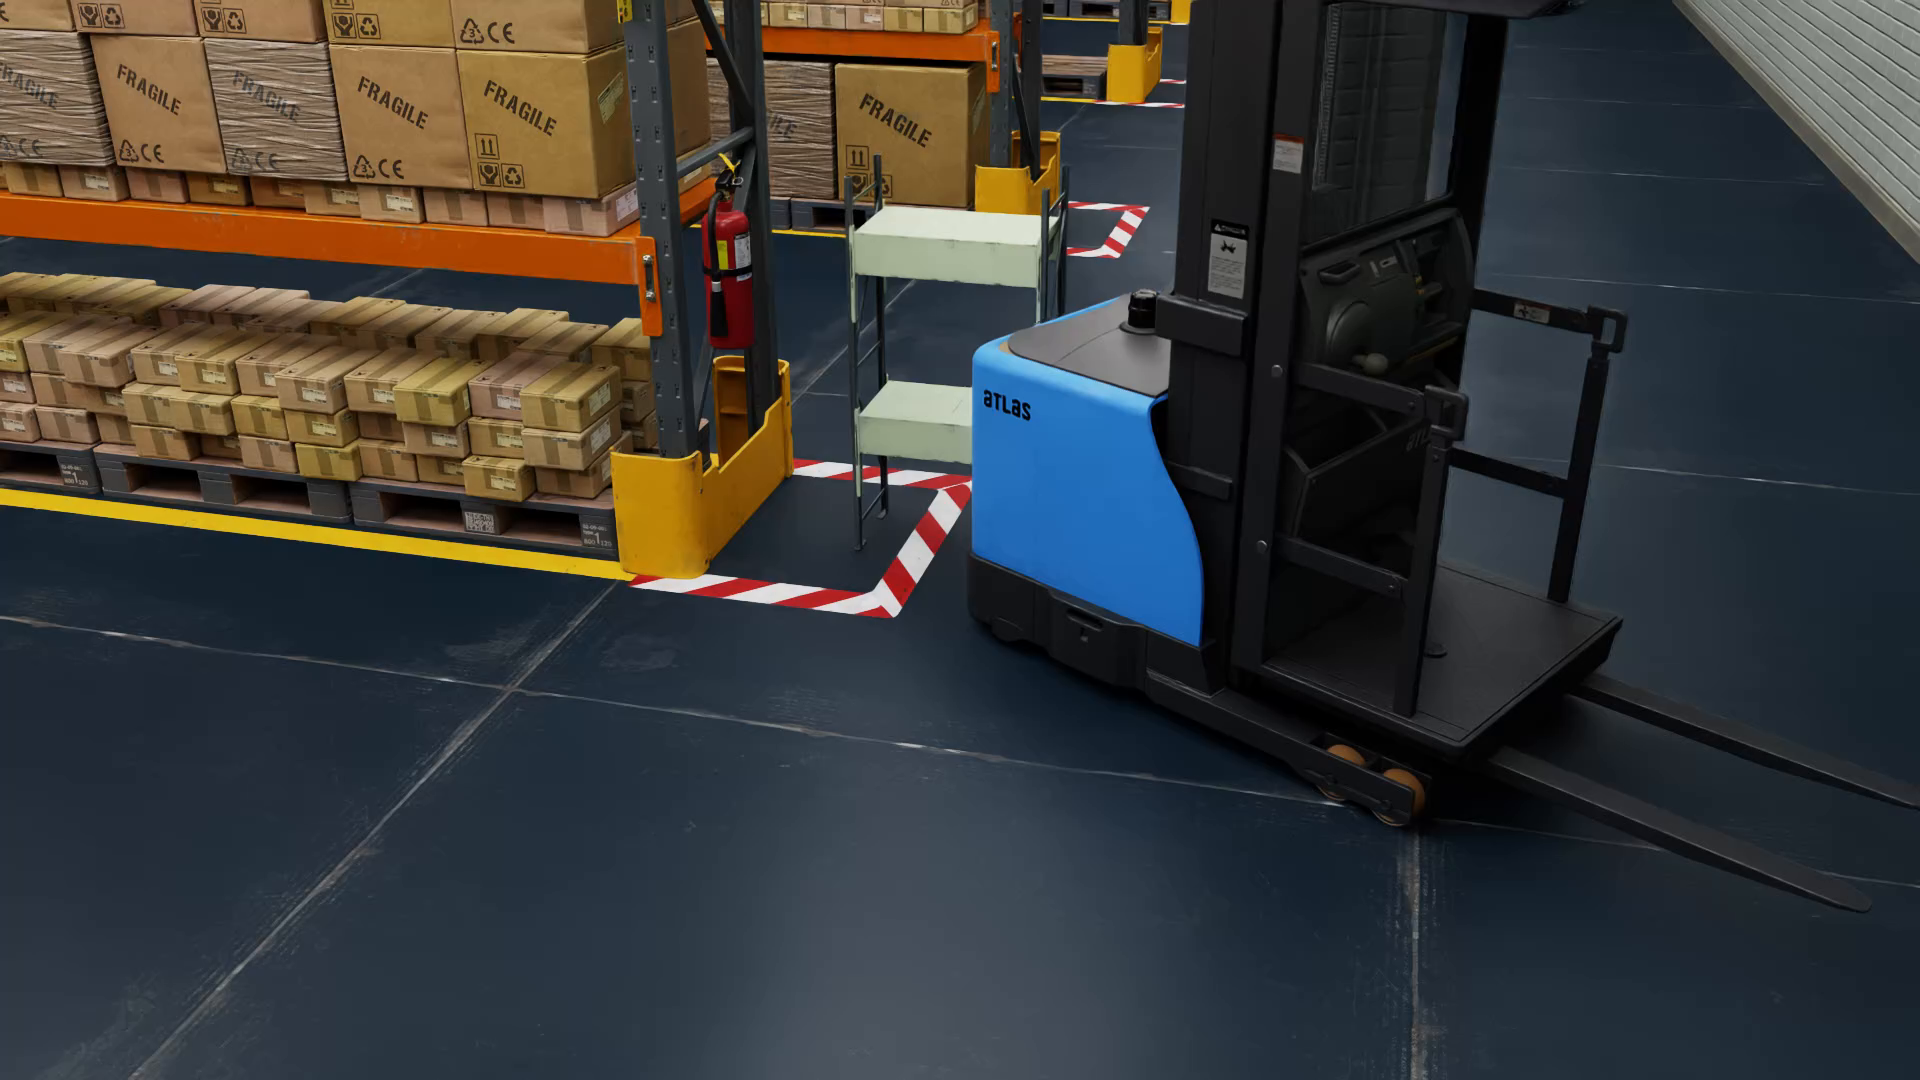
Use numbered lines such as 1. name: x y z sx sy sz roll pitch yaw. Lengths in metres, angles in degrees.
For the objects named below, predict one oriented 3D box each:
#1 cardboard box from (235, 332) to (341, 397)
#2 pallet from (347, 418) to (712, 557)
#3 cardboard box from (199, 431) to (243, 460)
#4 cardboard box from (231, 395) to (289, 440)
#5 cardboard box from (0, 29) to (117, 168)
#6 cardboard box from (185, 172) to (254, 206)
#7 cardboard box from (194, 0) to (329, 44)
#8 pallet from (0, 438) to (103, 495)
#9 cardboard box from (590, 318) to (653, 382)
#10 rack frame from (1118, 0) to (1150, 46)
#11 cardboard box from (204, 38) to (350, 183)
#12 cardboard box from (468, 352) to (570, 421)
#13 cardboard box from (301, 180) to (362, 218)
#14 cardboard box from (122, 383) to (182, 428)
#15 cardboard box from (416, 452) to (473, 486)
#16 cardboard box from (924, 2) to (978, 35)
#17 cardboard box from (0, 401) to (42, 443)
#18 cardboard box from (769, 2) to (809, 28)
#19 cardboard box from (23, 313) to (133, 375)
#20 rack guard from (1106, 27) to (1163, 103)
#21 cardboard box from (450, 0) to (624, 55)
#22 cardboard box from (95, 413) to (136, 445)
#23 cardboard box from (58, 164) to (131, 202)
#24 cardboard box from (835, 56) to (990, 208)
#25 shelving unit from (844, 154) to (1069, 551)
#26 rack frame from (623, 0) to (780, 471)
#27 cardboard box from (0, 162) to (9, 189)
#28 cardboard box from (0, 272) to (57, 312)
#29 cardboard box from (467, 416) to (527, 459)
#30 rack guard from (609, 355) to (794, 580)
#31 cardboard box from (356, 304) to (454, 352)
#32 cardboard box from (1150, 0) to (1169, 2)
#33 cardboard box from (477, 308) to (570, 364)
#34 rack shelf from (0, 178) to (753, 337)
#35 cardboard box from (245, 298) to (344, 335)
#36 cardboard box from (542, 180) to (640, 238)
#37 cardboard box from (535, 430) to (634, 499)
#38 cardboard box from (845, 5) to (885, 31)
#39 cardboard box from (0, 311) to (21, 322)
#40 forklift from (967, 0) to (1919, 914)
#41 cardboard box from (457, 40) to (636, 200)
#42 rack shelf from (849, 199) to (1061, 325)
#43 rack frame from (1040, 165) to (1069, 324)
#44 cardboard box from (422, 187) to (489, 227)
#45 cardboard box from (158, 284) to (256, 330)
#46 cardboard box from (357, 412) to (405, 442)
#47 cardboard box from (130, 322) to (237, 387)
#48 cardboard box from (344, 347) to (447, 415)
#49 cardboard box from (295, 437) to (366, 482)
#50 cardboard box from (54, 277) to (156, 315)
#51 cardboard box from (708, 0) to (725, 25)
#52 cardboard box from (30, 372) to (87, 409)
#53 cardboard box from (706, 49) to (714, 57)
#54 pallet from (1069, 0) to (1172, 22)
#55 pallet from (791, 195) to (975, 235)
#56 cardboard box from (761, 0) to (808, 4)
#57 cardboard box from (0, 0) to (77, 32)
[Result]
1. cardboard box: -2.786 -0.730 6.929 0.250 0.149 0.380 5 26 11
2. pallet: -1.813 -0.299 7.132 1.213 0.211 1.003 6 26 13
3. cardboard box: -3.023 -0.487 7.112 0.250 0.149 0.380 7 26 14
4. cardboard box: -2.796 -0.562 6.924 0.250 0.149 0.380 8 27 16
5. cardboard box: -3.459 -1.779 6.534 0.500 0.500 0.500 6 26 12
6. cardboard box: -2.835 -1.448 6.594 0.250 0.149 0.380 7 26 14
7. cardboard box: -2.464 -2.130 6.110 0.500 0.500 0.500 8 27 16
8. pallet: -4.177 -0.560 7.680 1.213 0.211 1.003 6 26 13
9. cardboard box: -1.385 -0.816 7.111 0.250 0.149 0.380 5 26 11
10. rack frame: 1.605 -5.564 14.947 0.127 3.000 1.000 6 26 13
11. cardboard box: -2.452 -1.676 6.318 0.500 0.500 0.500 6 26 13
12. cardboard box: -1.767 -0.621 6.700 0.250 0.149 0.380 7 26 14
13. cardboard box: -2.327 -1.373 6.436 0.250 0.149 0.380 5 26 11
14. cardboard box: -3.302 -0.617 7.039 0.250 0.149 0.380 6 26 13
15. cardboard box: -2.032 -0.369 6.864 0.250 0.149 0.380 6 26 13
16. cardboard box: -0.056 -3.289 10.462 0.250 0.149 0.380 7 26 14
17. cardboard box: -4.052 -0.572 7.290 0.250 0.149 0.380 6 26 13
18. cardboard box: -1.045 -3.398 10.691 0.250 0.149 0.380 6 26 12
19. cardboard box: -3.786 -0.845 7.171 0.250 0.149 0.380 6 26 12
20. rack guard: 1.631 -4.438 15.490 0.348 0.500 1.175 6 26 13
21. cardboard box: -1.467 -2.024 5.887 0.500 0.500 0.500 6 26 12
22. cardboard box: -3.524 -0.552 7.247 0.250 0.149 0.380 5 26 11
23. cardboard box: -3.355 -1.475 6.652 0.250 0.149 0.380 7 26 15
24. cardboard box: -0.268 -2.767 11.056 0.875 0.875 0.875 6 26 13
25. shelving unit: -0.006 -0.678 6.429 0.755 1.500 0.431 6 26 13
26. rack frame: -0.962 -1.448 6.302 0.127 3.000 1.000 6 26 13
27. cardboard box: -3.841 -1.561 6.832 0.250 0.149 0.380 5 26 11
28. cardboard box: -4.426 -1.117 7.743 0.250 0.149 0.380 7 26 14
29. cardboard box: -1.784 -0.473 6.735 0.250 0.149 0.380 6 26 12
30. rack guard: -1.035 -0.327 6.856 0.348 0.500 1.175 6 26 13
31. cardboard box: -2.421 -0.902 7.291 0.250 0.149 0.380 7 26 15
32. cardboard box: 2.254 -6.651 19.627 0.500 0.500 0.500 6 26 13
33. cardboard box: -1.894 -0.876 7.237 0.250 0.149 0.380 6 26 13
34. rack shelf: -2.899 -1.337 6.906 4.000 0.370 1.077 6 26 13
35. cardboard box: -2.931 -0.936 7.363 0.250 0.149 0.380 6 26 13
36. cardboard box: -1.348 -1.252 6.182 0.250 0.149 0.380 6 26 13
37. cardboard box: -1.524 -0.320 6.760 0.250 0.149 0.380 7 26 14
38. cardboard box: -0.552 -3.344 10.577 0.250 0.149 0.380 6 26 13
39. cardboard box: -4.302 -0.870 7.223 0.250 0.149 0.380 8 27 16
40. forklift: 1.442 -0.696 4.876 3.031 2.867 1.129 22 33 38
41. cardboard box: -1.461 -1.568 6.092 0.500 0.500 0.500 7 26 14
42. rack shelf: -0.006 -1.030 6.261 0.720 0.370 0.431 6 26 13
43. rack frame: 0.348 -0.639 6.347 0.023 1.500 0.400 6 26 13
44. cardboard box: -1.826 -1.314 6.314 0.250 0.149 0.380 6 26 12
45. cardboard box: -3.409 -1.032 7.564 0.250 0.149 0.380 5 26 10
46. cardboard box: -2.282 -0.549 6.895 0.250 0.149 0.380 6 26 12
47. cardboard box: -3.276 -0.789 7.053 0.250 0.149 0.380 5 26 11
48. cardboard box: -2.284 -0.650 6.761 0.250 0.149 0.380 5 26 11
49. cardboard box: -2.537 -0.391 6.911 0.250 0.149 0.380 5 26 11
50. cardboard box: -3.926 -1.083 7.671 0.250 0.149 0.380 6 26 13
51. cardboard box: -1.536 -3.453 10.806 0.250 0.149 0.380 7 26 14
52. cardboard box: -3.791 -0.710 7.233 0.250 0.149 0.380 5 26 10
53. cardboard box: -2.012 -2.960 11.461 0.875 0.875 0.875 6 26 13
54. pallet: 1.996 -6.460 20.073 1.213 0.211 1.003 6 26 13
55. pallet: -0.423 -2.296 11.327 1.213 0.211 1.003 6 26 13
56. cardboard box: -1.148 -3.619 10.690 0.500 0.250 0.500 5 26 11
57. cardboard box: -3.473 -2.241 6.342 0.500 0.500 0.500 7 26 14
